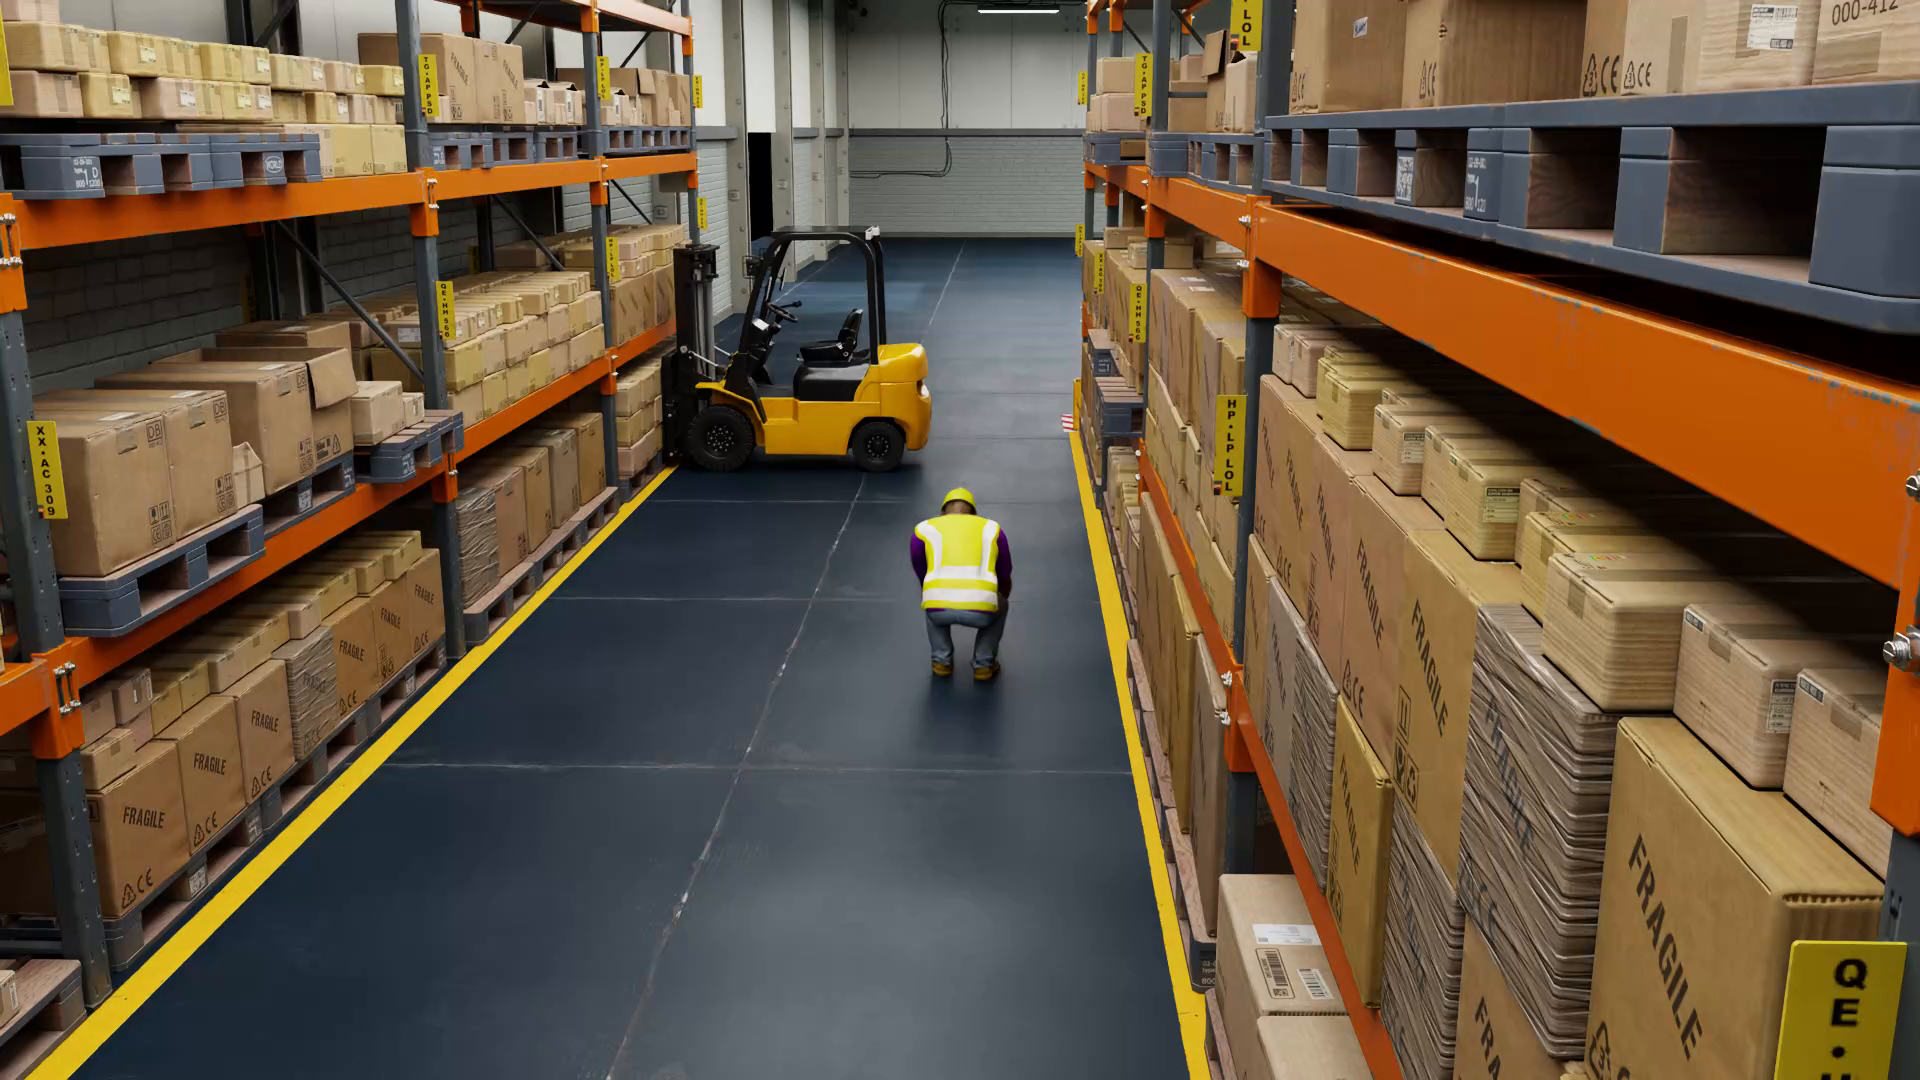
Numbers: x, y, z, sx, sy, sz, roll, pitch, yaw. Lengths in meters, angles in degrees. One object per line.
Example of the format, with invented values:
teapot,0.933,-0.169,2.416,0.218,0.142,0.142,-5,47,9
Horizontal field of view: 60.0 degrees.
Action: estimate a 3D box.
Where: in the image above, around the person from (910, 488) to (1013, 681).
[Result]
person,-0.005,0.246,9.574,0.583,0.998,0.909,2,14,7
